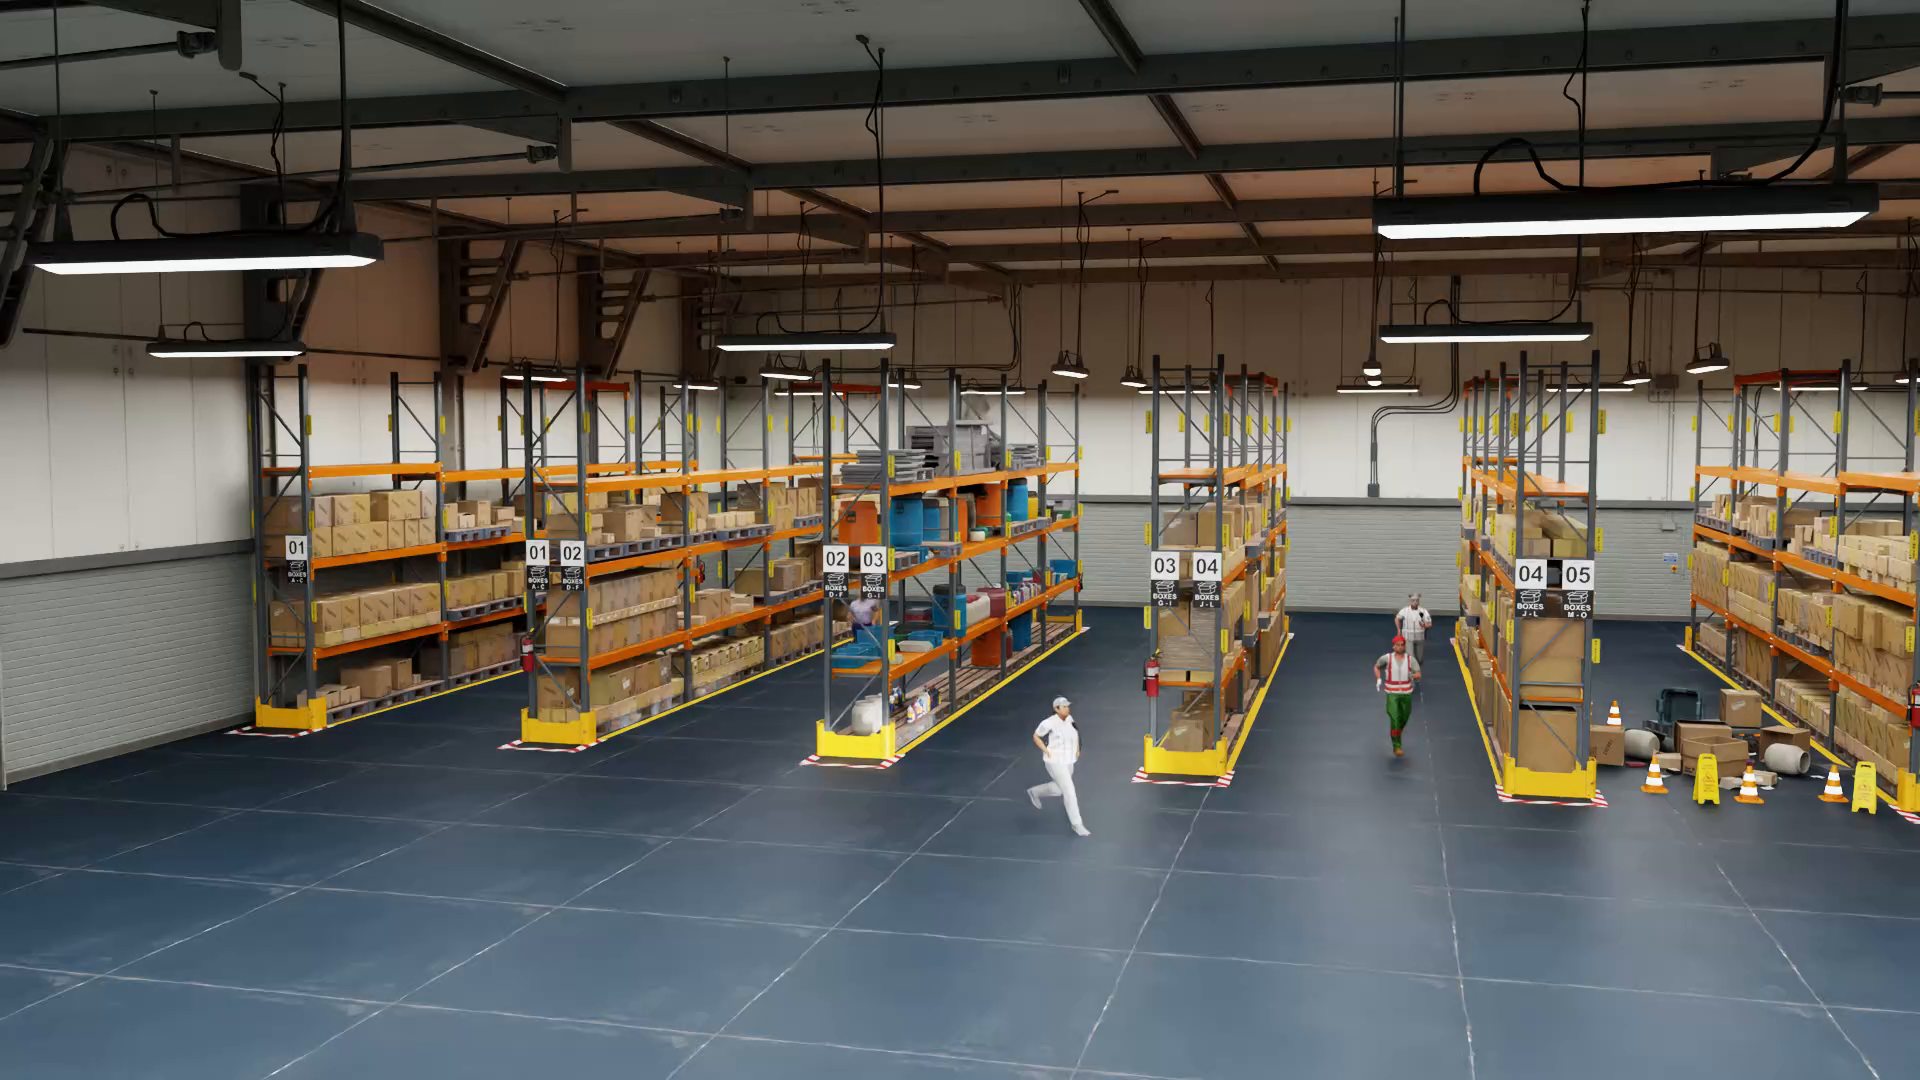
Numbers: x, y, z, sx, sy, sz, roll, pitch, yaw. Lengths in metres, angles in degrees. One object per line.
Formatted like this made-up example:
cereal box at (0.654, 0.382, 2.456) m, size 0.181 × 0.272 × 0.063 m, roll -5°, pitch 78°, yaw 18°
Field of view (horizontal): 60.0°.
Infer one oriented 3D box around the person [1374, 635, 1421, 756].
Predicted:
person at (6.673, 2.334, 25.305) m, size 0.659 × 1.772 × 1.004 m, roll 0°, pitch 4°, yaw 2°

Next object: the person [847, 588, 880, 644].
person at (-1.831, 1.739, 31.199) m, size 0.610 × 1.696 × 0.887 m, roll 0°, pitch 4°, yaw 6°

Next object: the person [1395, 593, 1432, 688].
person at (8.707, 1.894, 31.891) m, size 0.662 × 1.768 × 0.962 m, roll 1°, pitch 4°, yaw 7°

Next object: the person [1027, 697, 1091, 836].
person at (1.234, 2.774, 20.677) m, size 1.074 × 1.672 × 0.578 m, roll 3°, pitch 5°, yaw 40°
